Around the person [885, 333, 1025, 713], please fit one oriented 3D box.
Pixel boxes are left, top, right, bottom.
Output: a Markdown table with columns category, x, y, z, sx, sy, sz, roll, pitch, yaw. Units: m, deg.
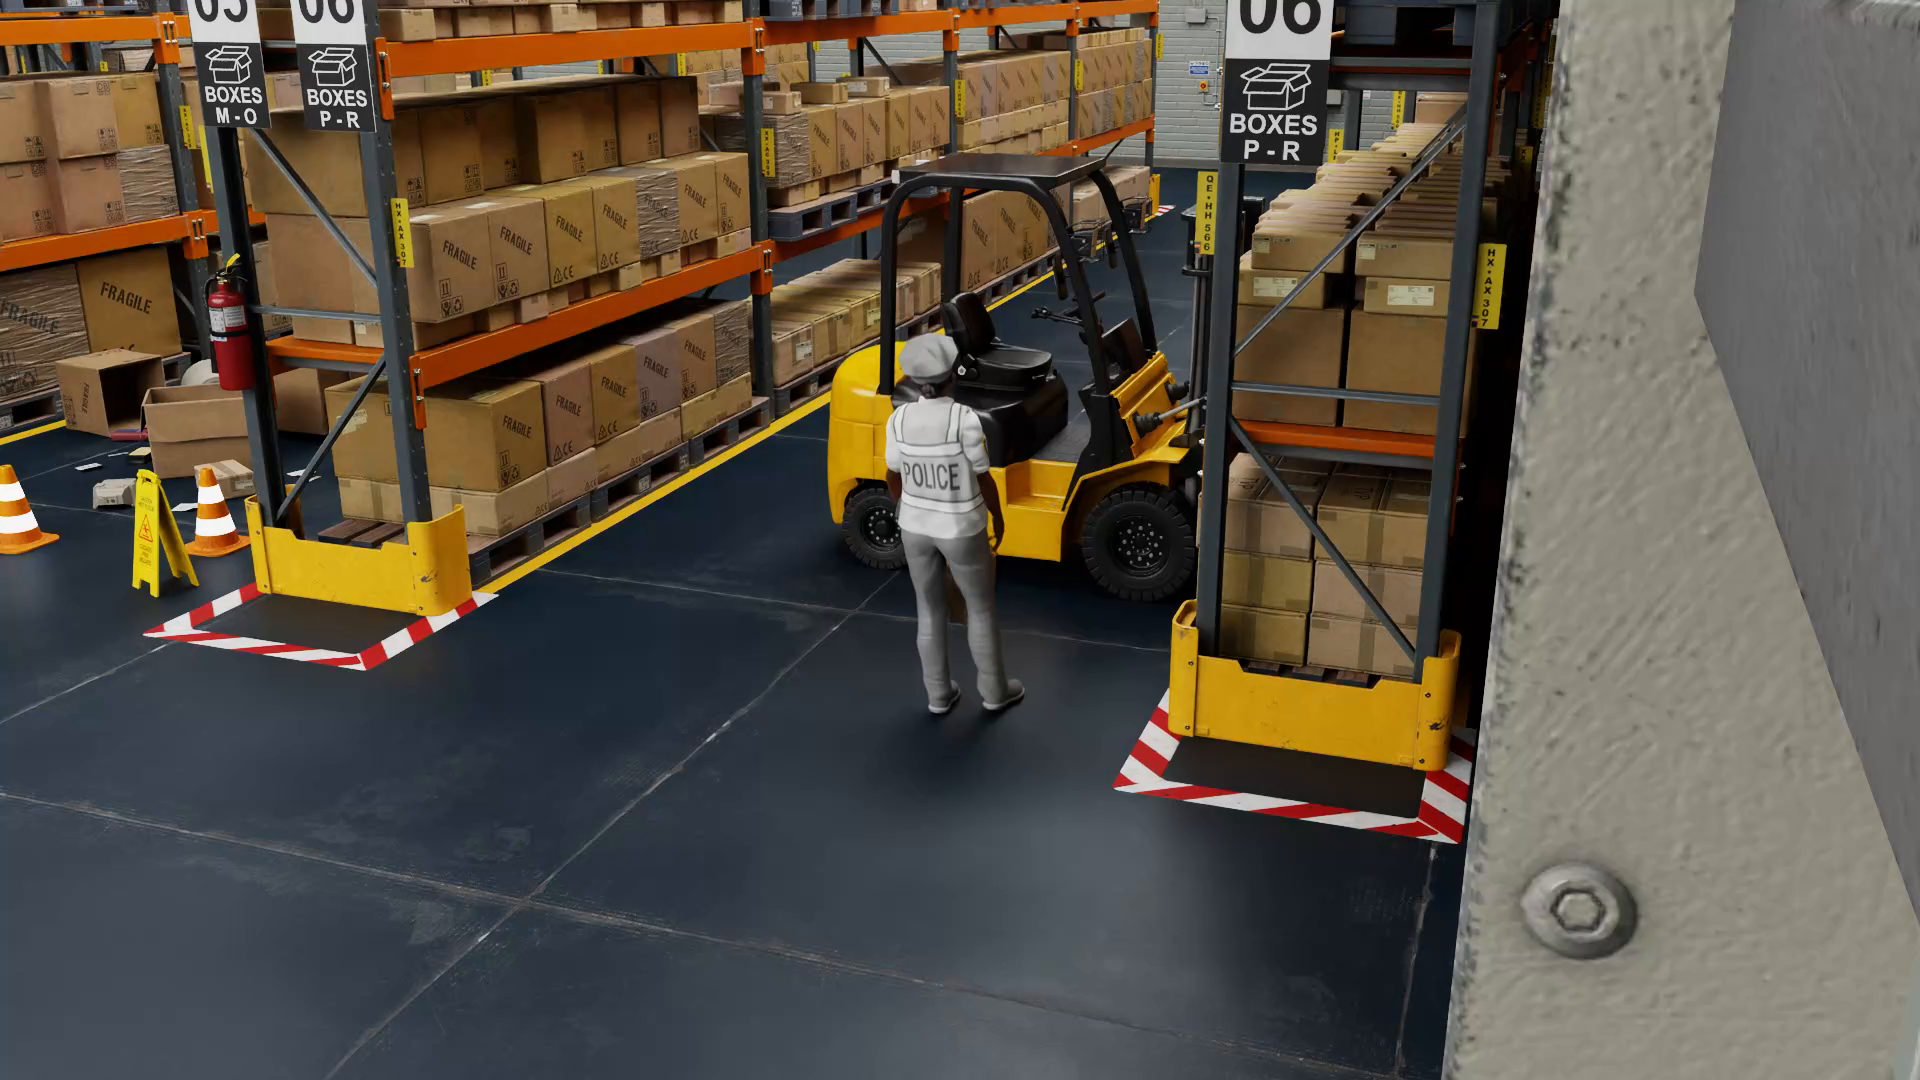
| category | x | y | z | sx | sy | sz | roll | pitch | yaw |
| --- | --- | --- | --- | --- | --- | --- | --- | --- | --- |
| person | -0.030 | -0.061 | 7.175 | 0.547 | 1.687 | 0.528 | 6 | 20 | 18 |
